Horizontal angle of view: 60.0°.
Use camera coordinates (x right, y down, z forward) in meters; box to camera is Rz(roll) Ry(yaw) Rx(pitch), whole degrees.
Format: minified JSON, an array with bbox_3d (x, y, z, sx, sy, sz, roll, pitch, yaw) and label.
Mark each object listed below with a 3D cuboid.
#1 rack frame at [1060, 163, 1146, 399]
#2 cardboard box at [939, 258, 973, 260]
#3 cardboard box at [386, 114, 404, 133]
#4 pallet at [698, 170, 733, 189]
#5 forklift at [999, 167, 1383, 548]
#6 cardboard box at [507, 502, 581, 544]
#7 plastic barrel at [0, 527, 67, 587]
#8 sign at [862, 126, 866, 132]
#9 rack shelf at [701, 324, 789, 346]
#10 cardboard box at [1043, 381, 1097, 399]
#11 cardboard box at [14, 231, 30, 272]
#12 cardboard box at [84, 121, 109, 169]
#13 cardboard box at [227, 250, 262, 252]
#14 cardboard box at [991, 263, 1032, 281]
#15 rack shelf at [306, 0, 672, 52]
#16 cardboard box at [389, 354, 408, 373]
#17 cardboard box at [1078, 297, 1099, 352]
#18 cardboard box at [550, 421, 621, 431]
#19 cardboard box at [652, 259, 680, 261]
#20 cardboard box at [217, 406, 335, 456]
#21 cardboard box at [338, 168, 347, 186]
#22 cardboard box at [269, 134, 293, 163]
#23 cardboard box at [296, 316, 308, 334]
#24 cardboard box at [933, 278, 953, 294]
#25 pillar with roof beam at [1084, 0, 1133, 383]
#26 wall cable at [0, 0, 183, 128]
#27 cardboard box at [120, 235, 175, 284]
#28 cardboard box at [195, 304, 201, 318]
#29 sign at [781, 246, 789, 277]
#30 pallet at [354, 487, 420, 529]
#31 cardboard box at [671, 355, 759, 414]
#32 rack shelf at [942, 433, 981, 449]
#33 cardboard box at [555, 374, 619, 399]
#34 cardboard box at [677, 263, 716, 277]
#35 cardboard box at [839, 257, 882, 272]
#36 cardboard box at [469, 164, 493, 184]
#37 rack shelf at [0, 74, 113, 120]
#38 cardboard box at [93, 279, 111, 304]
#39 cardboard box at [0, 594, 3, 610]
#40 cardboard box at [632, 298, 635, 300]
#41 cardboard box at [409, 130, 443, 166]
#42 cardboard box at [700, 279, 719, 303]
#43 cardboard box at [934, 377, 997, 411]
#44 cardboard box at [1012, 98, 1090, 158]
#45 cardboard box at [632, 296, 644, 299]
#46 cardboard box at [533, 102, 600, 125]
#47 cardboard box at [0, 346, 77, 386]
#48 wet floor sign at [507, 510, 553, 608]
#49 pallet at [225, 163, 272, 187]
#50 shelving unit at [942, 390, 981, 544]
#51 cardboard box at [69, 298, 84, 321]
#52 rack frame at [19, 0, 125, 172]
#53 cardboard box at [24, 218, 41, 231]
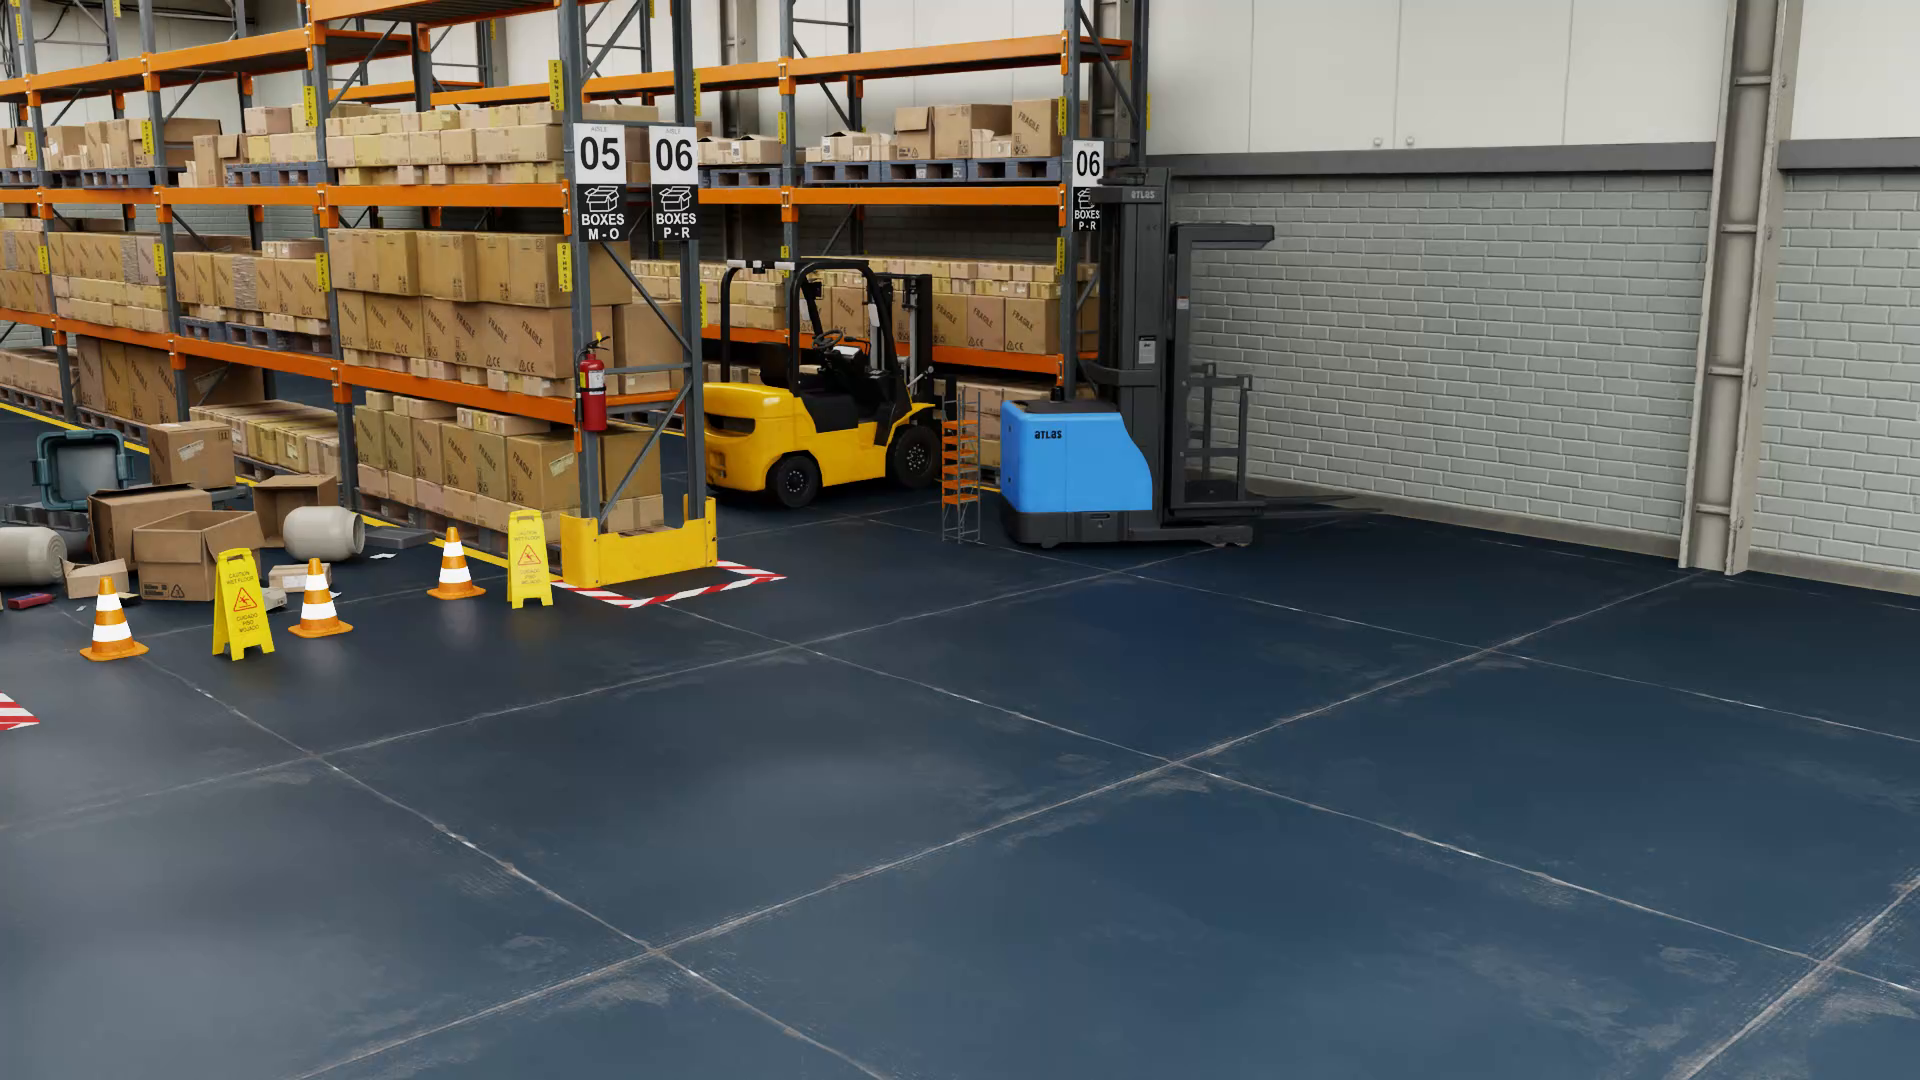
[{"bbox_3d":[1.300,-1.909,15.243,1.000,3.000,0.127,-11,16,-43],"label":"rack frame"},{"bbox_3d":[-0.010,-2.768,16.819,0.380,0.149,0.250,-10,15,-41],"label":"cardboard box"},{"bbox_3d":[-4.322,-3.301,13.211,0.250,0.149,0.380,11,16,43],"label":"cardboard box"},{"bbox_3d":[-2.917,-4.204,19.416,1.003,0.211,1.213,-10,15,-40],"label":"pallet"},{"bbox_3d":[1.883,-1.482,13.343,3.031,2.935,1.130,-2,12,-8],"label":"forklift"},{"bbox_3d":[-3.057,-0.160,12.525,0.500,0.250,0.500,-11,16,-43],"label":"cardboard box"},{"bbox_3d":[-6.667,0.118,11.791,0.512,0.421,0.421,-1,12,-4],"label":"plastic barrel"},{"bbox_3d":[-1.062,-4.331,18.090,0.100,0.325,0.005,-11,16,-43],"label":"sign"},{"bbox_3d":[-2.844,-2.432,19.566,1.077,0.370,4.000,-11,16,-43],"label":"rack shelf"},{"bbox_3d":[1.105,-1.354,15.845,0.500,0.250,0.500,-11,16,-43],"label":"cardboard box"},{"bbox_3d":[-11.445,-3.612,20.785,0.500,0.500,0.500,-11,16,-43],"label":"cardboard box"},{"bbox_3d":[-9.239,-4.325,18.247,0.500,0.500,0.500,-11,16,-42],"label":"cardboard box"},{"bbox_3d":[-7.297,-2.757,17.333,0.500,0.500,0.500,11,16,43],"label":"cardboard box"},{"bbox_3d":[0.507,-2.510,15.569,0.380,0.149,0.250,-10,16,-41],"label":"cardboard box"},{"bbox_3d":[-3.669,-4.093,12.767,1.077,0.370,4.000,-11,16,-43],"label":"rack shelf"},{"bbox_3d":[-4.501,-1.482,13.791,0.380,0.149,0.250,-10,15,-41],"label":"cardboard box"},{"bbox_3d":[1.159,-2.069,15.771,0.500,0.500,0.500,-10,15,-41],"label":"cardboard box"},{"bbox_3d":[-3.026,-0.678,13.185,0.500,0.500,0.500,11,16,43],"label":"cardboard box"},{"bbox_3d":[-3.592,-3.401,20.631,0.380,0.149,0.250,-10,16,-41],"label":"cardboard box"},{"bbox_3d":[-6.914,-1.112,16.848,0.950,0.372,0.625,-11,16,-44],"label":"cardboard box"},{"bbox_3d":[-5.012,-3.066,14.048,0.380,0.149,0.250,-11,16,-43],"label":"cardboard box"},{"bbox_3d":[-5.904,-3.541,15.064,0.500,0.250,0.500,-11,16,-42],"label":"cardboard box"},{"bbox_3d":[-5.774,-1.961,15.076,0.250,0.149,0.380,11,16,43],"label":"cardboard box"},{"bbox_3d":[-0.046,-2.471,16.115,0.380,0.149,0.250,-11,16,-42],"label":"cardboard box"},{"bbox_3d":[-1.643,-4.474,12.828,9.100,9.000,0.400,-11,16,-43],"label":"pillar with roof beam"},{"bbox_3d":[-14.882,-7.786,28.811,2.988,3.039,0.133,-11,16,-43],"label":"wall cable"},{"bbox_3d":[-8.719,-3.036,17.986,0.500,0.500,0.500,-11,16,-42],"label":"cardboard box"},{"bbox_3d":[-7.551,-2.347,16.954,0.250,0.149,0.380,11,16,42],"label":"cardboard box"},{"bbox_3d":[-1.848,-2.944,17.593,0.100,0.325,0.005,-11,16,-43],"label":"sign"},{"bbox_3d":[-4.561,-0.341,14.546,1.003,0.211,1.213,-11,16,-43],"label":"pallet"},{"bbox_3d":[-2.882,-1.834,19.722,0.625,0.625,0.875,11,16,43],"label":"cardboard box"},{"bbox_3d":[0.010,-0.777,13.241,0.258,0.103,0.180,-11,16,-43],"label":"rack shelf"},{"bbox_3d":[-2.701,-1.118,12.028,0.380,0.149,0.250,-10,15,-41],"label":"cardboard box"},{"bbox_3d":[-3.069,-3.144,19.383,0.380,0.149,0.250,-11,16,-43],"label":"cardboard box"},{"bbox_3d":[-1.028,-2.856,17.246,0.380,0.149,0.250,-11,16,-44],"label":"cardboard box"},{"bbox_3d":[-3.424,-2.727,12.403,0.380,0.149,0.250,-11,16,-43],"label":"cardboard box"},{"bbox_3d":[-11.956,-5.650,21.308,1.077,0.370,4.000,-11,16,-43],"label":"rack shelf"},{"bbox_3d":[-9.414,-2.813,18.763,0.500,0.250,0.500,11,16,43],"label":"cardboard box"},{"bbox_3d":[-6.746,0.211,11.143,0.500,0.500,0.500,-8,14,-33],"label":"cardboard box"},{"bbox_3d":[-2.774,-1.594,12.731,0.500,0.500,0.500,-10,15,-41],"label":"cardboard box"},{"bbox_3d":[-3.894,-3.017,12.823,0.500,0.250,0.500,-11,16,-42],"label":"cardboard box"},{"bbox_3d":[-2.696,-2.850,18.941,0.500,0.250,0.500,-10,16,-41],"label":"cardboard box"},{"bbox_3d":[0.044,-1.427,16.201,0.500,0.250,0.500,-11,16,-42],"label":"cardboard box"},{"bbox_3d":[0.818,-3.712,15.026,0.500,0.500,0.500,-10,15,-41],"label":"cardboard box"},{"bbox_3d":[-3.751,-2.830,20.086,0.500,0.250,0.500,-11,16,-44],"label":"cardboard box"},{"bbox_3d":[-2.735,-2.961,11.565,0.380,0.149,0.250,-11,16,-42],"label":"cardboard box"},{"bbox_3d":[-12.809,-2.420,23.033,0.875,0.438,0.875,11,16,43],"label":"cardboard box"},{"bbox_3d":[-2.930,0.113,11.262,0.267,0.644,0.232,-5,13,-23],"label":"wet floor sign"},{"bbox_3d":[-6.118,-3.433,15.675,1.213,0.211,1.003,-11,16,-43],"label":"pallet"},{"bbox_3d":[0.010,-0.586,13.280,0.258,1.200,0.189,-11,16,-43],"label":"shelving unit"},{"bbox_3d":[-10.103,-2.718,19.543,0.500,0.250,0.500,11,16,44],"label":"cardboard box"},{"bbox_3d":[-10.575,-5.906,19.778,1.000,3.000,0.127,-11,16,-43],"label":"rack frame"},{"bbox_3d":[-11.474,-3.951,20.820,0.380,0.149,0.250,-11,16,-43],"label":"cardboard box"}]
